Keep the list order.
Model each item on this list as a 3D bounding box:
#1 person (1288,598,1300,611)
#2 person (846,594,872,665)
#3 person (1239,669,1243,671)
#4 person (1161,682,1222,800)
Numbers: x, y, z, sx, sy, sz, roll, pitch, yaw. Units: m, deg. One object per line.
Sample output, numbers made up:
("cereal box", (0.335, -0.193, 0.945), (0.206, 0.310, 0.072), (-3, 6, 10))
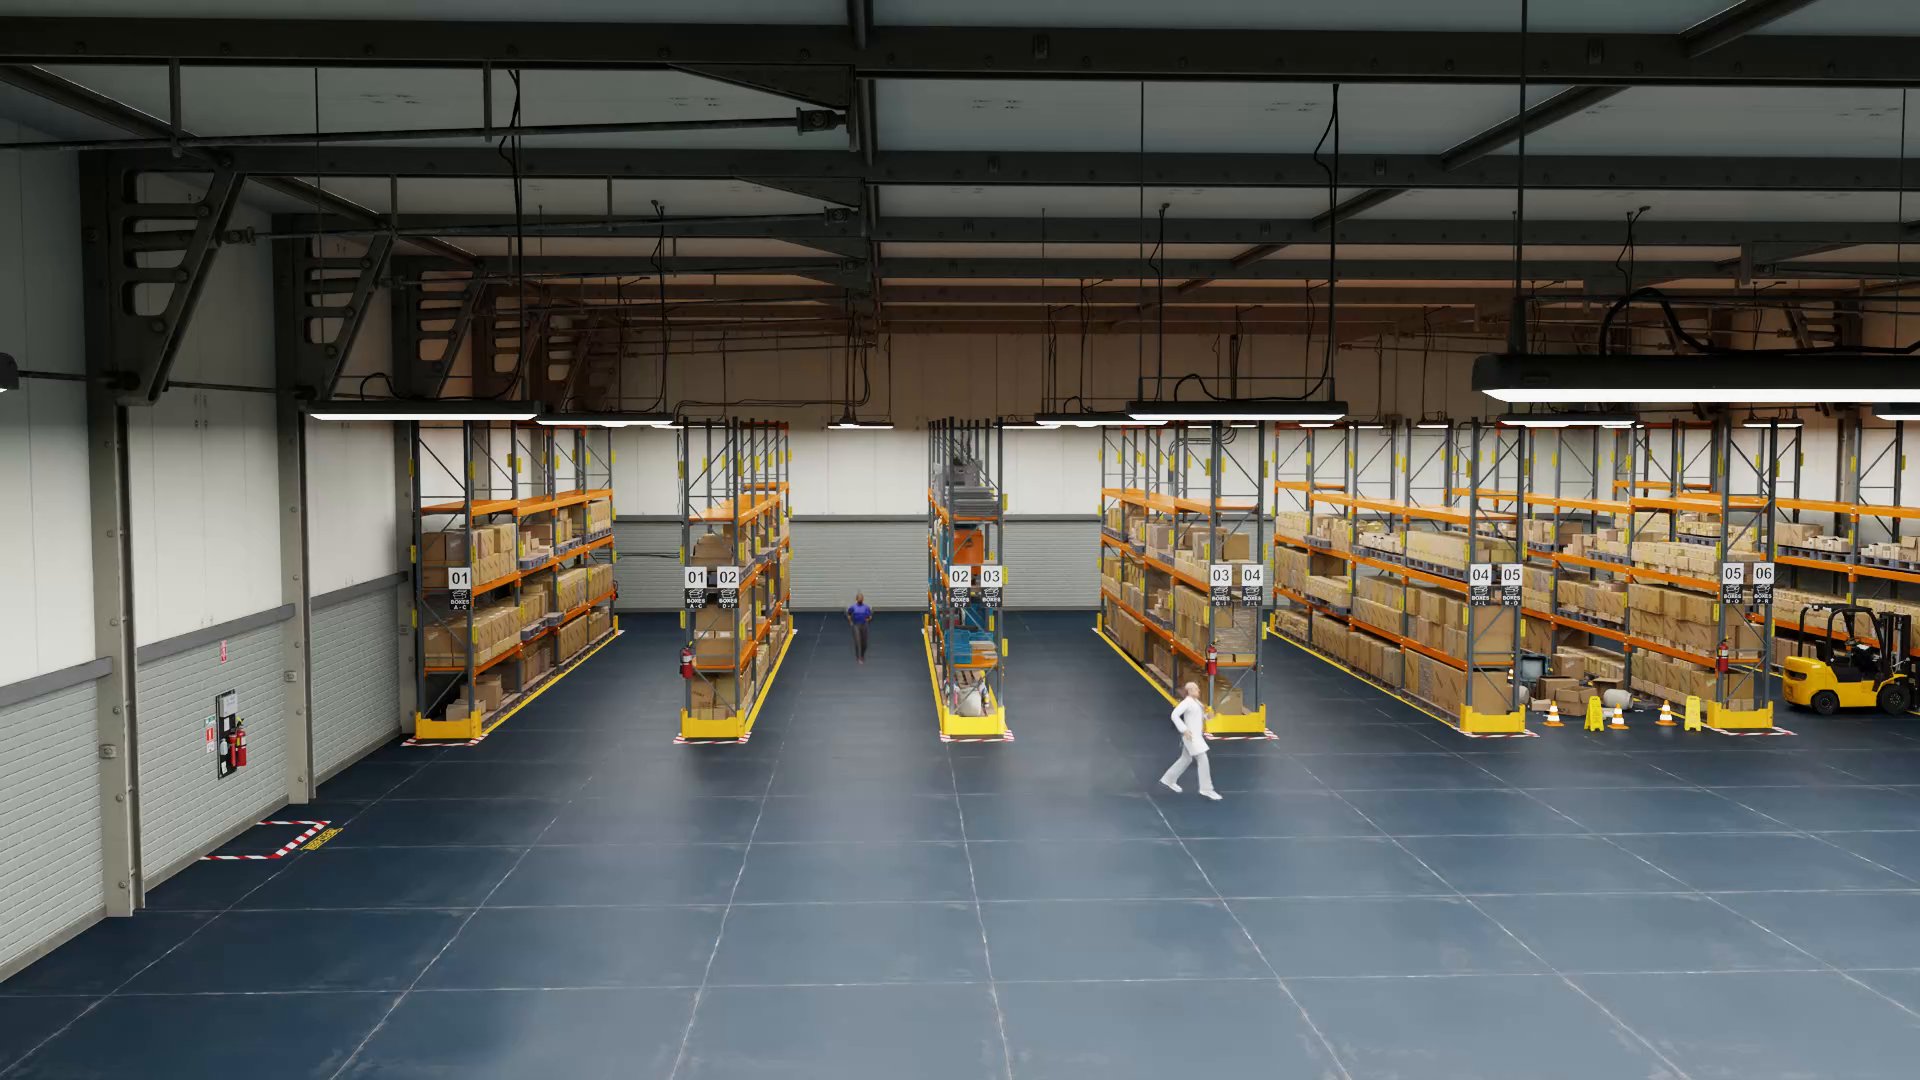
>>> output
("person", (9.939, 1.728, 49.061), (0.659, 1.589, 0.743), (1, 4, 15))
("person", (-2.355, 2.124, 38.954), (0.569, 1.557, 0.752), (-1, 4, -12))
("person", (6.820, 2.247, 39.732), (0.676, 1.742, 0.673), (-1, 4, -14))
("person", (3.616, 3.117, 25.960), (0.990, 1.808, 0.687), (1, 4, 15))
